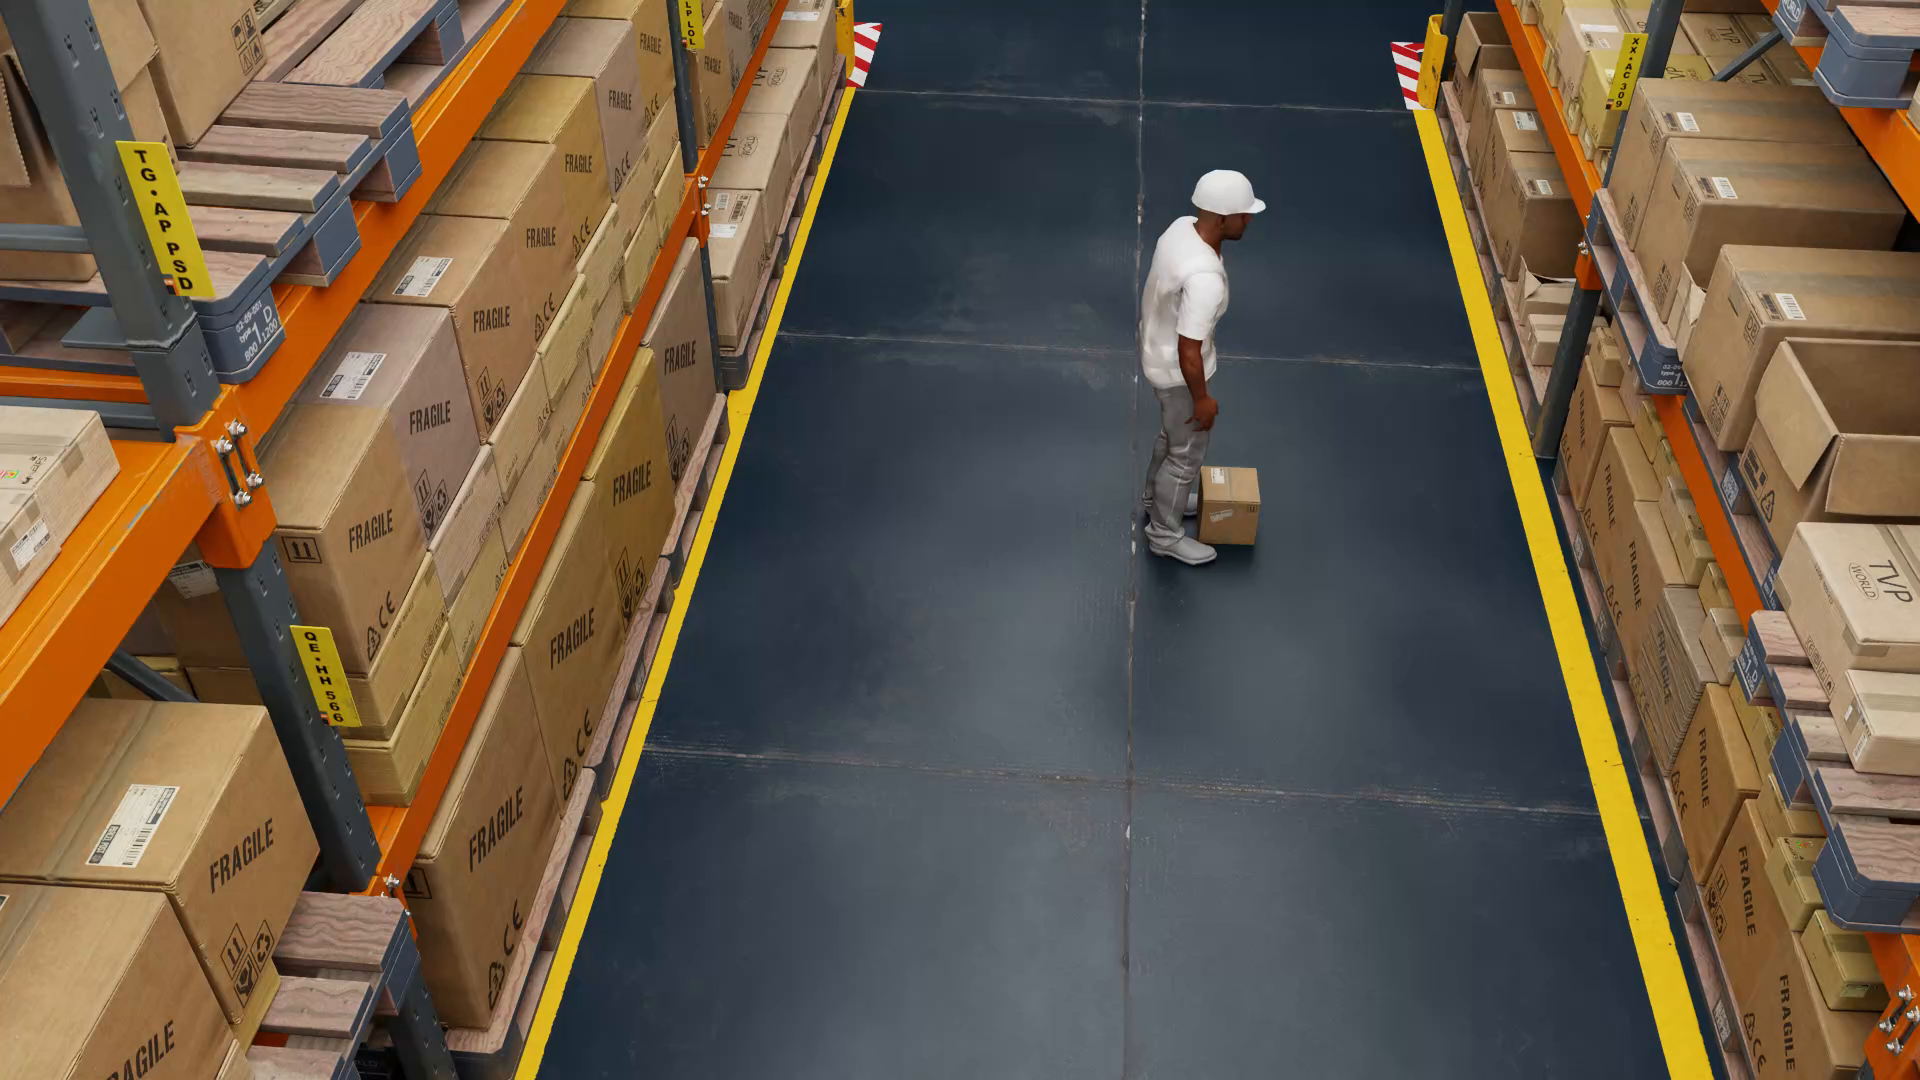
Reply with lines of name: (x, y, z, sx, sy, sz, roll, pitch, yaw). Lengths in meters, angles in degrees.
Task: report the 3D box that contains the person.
person: (0.980, -0.747, 7.037, 0.454, 1.761, 0.636, 1, 40, 2)
